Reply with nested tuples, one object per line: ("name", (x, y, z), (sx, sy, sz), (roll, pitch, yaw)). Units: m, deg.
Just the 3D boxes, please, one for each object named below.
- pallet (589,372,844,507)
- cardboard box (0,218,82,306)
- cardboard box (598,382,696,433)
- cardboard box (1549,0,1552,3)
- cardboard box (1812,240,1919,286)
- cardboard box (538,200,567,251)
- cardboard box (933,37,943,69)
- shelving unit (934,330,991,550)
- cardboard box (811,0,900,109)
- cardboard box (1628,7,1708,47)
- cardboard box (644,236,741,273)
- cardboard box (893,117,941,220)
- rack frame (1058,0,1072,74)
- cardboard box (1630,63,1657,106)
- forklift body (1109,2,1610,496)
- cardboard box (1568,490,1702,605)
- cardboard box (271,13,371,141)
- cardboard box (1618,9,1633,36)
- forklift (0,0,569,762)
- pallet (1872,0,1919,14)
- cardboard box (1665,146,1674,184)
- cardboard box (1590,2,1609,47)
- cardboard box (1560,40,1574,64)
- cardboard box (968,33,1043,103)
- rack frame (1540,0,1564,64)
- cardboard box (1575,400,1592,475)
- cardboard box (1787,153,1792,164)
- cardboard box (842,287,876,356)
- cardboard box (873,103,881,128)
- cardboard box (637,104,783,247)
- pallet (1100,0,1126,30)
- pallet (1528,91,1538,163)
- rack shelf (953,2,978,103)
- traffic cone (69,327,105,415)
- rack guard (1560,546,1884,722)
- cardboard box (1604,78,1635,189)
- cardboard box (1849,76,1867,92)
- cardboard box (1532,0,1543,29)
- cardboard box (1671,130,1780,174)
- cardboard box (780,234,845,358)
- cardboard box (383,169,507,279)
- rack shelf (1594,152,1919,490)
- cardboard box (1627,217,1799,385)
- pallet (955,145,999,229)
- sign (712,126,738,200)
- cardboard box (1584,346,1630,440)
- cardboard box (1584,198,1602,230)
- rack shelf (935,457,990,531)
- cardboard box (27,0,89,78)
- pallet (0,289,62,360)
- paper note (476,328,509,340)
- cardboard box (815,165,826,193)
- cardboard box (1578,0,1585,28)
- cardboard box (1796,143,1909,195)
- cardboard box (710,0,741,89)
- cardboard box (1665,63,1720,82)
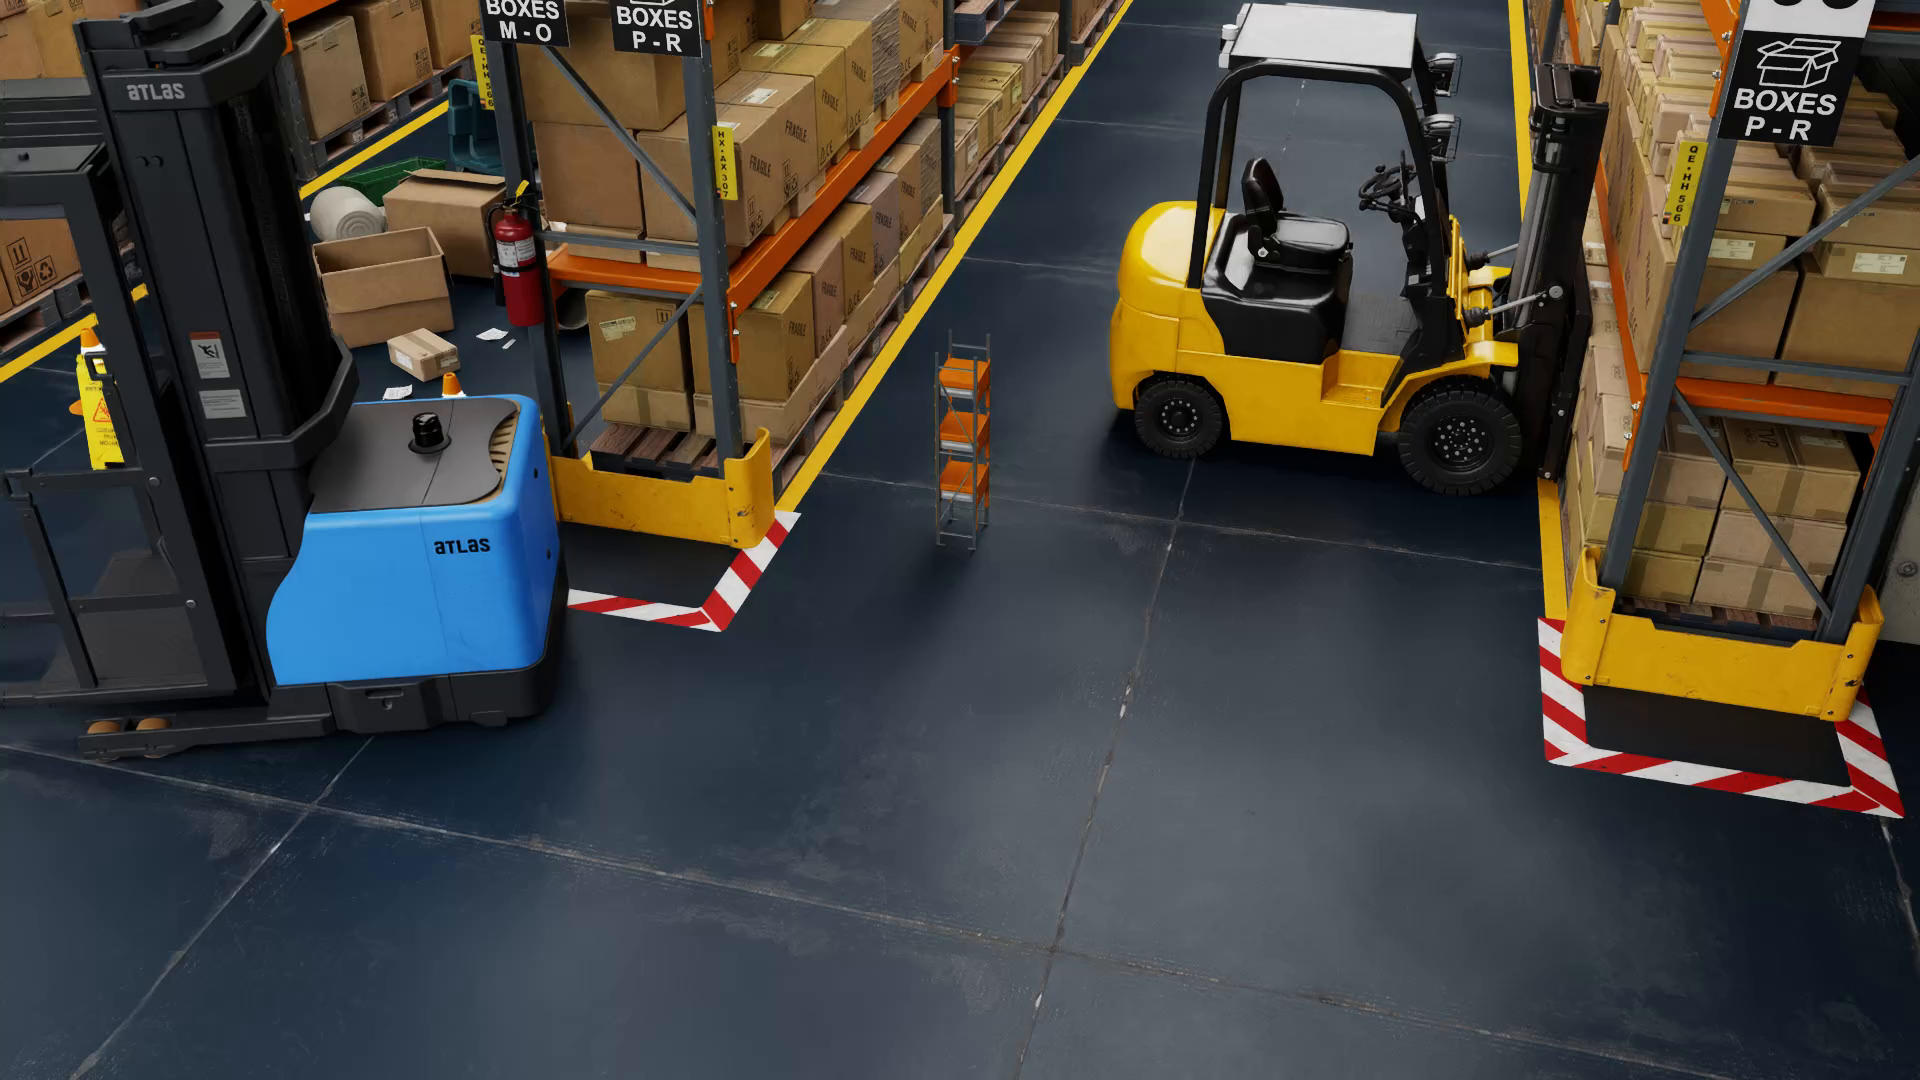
("pallet", (-1.289, -0.623, 9.034), (1.003, 0.211, 1.213), (8, 33, 12))
("cardboard box", (-6.033, -2.064, 10.289), (0.875, 0.875, 0.875), (8, 33, 12))
("cardboard box", (-1.598, -0.829, 8.930), (0.500, 0.250, 0.500), (8, 33, 12))
("cardboard box", (5.203, -4.654, 14.109), (0.380, 0.149, 0.250), (6, 33, 10))
("cardboard box", (3.590, -1.127, 6.529), (0.380, 0.149, 0.250), (7, 33, 11))
("cardboard box", (-2.816, -2.135, 11.361), (0.258, 0.266, 0.396), (-14, 35, -21))
("cardboard box", (-0.320, -3.105, 10.573), (0.380, 0.149, 0.250), (8, 33, 12))
("shelving unit", (0.014, -0.471, 8.012), (0.215, 1.050, 0.252), (8, 33, 12))
("cardboard box", (-0.657, -2.785, 9.464), (0.500, 0.500, 0.500), (9, 34, 14))
("cardboard box", (3.701, -2.661, 8.665), (0.380, 0.149, 0.250), (9, 33, 13))
("cardboard box", (-1.262, -1.386, 7.868), (0.380, 0.149, 0.250), (8, 33, 13))
("cardboard box", (-0.424, -2.409, 10.717), (0.500, 0.500, 0.500), (8, 33, 12))
("rack frame", (0.481, -5.495, 14.098), (1.000, 3.000, 0.127), (8, 33, 12))
("cardboard box", (3.580, -2.272, 8.330), (0.380, 0.149, 0.250), (7, 33, 11))
("forklift body", (1.970, -1.544, 8.674), (2.313, 2.155, 1.214), (8, 33, 12))
("cardboard box", (3.067, 0.026, 7.584), (0.500, 0.250, 0.500), (8, 33, 13))
("cardboard box", (-5.277, -3.603, 12.828), (1.050, 0.750, 0.750), (8, 33, 12))
("cardboard box", (3.933, -2.932, 9.369), (0.380, 0.149, 0.250), (8, 33, 12))
("forklift", (-3.278, -0.629, 6.507), (3.031, 2.935, 1.130), (-4, 33, -6))
("pallet", (3.458, -2.262, 6.299), (1.003, 0.211, 1.213), (8, 33, 12))
("cardboard box", (3.305, -1.594, 7.264), (0.380, 0.149, 0.250), (8, 33, 12))
("cardboard box", (4.146, -3.183, 10.135), (0.500, 0.250, 0.500), (7, 33, 11))
("cardboard box", (4.954, -3.335, 12.521), (0.875, 0.625, 0.625), (9, 34, 14))
("cardboard box", (0.149, -3.888, 13.628), (0.950, 0.372, 0.625), (7, 33, 11))
("rack frame", (5.284, -4.821, 13.038), (1.000, 3.000, 0.127), (8, 33, 12))
("cardboard box", (3.212, -0.452, 7.870), (0.500, 0.250, 0.500), (8, 33, 12))
("cardboard box", (3.985, -1.784, 7.563), (0.380, 0.149, 0.250), (9, 34, 14))
("cardboard box", (-0.814, -1.290, 9.655), (0.500, 0.250, 0.500), (10, 34, 16))
("cardboard box", (-0.669, -2.449, 9.540), (0.380, 0.149, 0.250), (7, 33, 12))
("cardboard box", (-1.160, -1.720, 7.789), (0.500, 0.500, 0.500), (8, 33, 12))
("pallet", (1.066, -5.349, 16.467), (1.003, 0.211, 1.213), (8, 33, 12))
("pallet", (5.037, -3.223, 13.123), (1.003, 0.211, 1.213), (8, 33, 12))
("rack shelf", (-0.026, -4.154, 12.659), (1.077, 0.370, 4.000), (8, 33, 12))
("traffic cone", (-4.854, -0.977, 9.356), (0.336, 0.463, 0.334), (8, 33, 12))
("rack guard", (3.247, 0.397, 7.159), (1.175, 0.500, 0.348), (8, 33, 12))
("cardboard box", (3.660, -2.058, 8.598), (0.500, 0.500, 0.500), (8, 33, 12))
("cardboard box", (3.965, -2.055, 7.712), (0.380, 0.149, 0.250), (8, 33, 13))
("cardboard box", (5.564, -4.995, 15.249), (0.500, 0.500, 0.500), (7, 33, 11))
("cardboard box", (3.213, -1.598, 6.992), (0.380, 0.149, 0.250), (9, 33, 13))
("cardboard box", (-0.943, -1.343, 9.038), (0.500, 0.500, 0.500), (7, 33, 11))
("cardboard box", (-3.323, -2.090, 10.943), (0.797, 0.637, 0.503), (8, 33, 12))
("rack shelf", (3.761, -1.404, 8.334), (1.077, 0.370, 4.000), (8, 33, 12))
("cardboard box", (3.124, -1.003, 6.939), (0.500, 0.500, 0.500), (7, 33, 11))
("pallet", (-0.338, -2.647, 12.217), (1.003, 0.211, 1.213), (8, 33, 12))
("sign", (-1.024, -1.635, 7.220), (0.100, 0.325, 0.005), (8, 33, 12))
("cardboard box", (3.192, -0.656, 7.726), (0.500, 0.250, 0.500), (9, 33, 13))
("cardboard box", (3.703, -1.712, 9.387), (0.500, 0.250, 0.500), (8, 33, 12))
("rack shelf", (0.014, -0.227, 8.167), (0.215, 0.259, 0.240), (8, 33, 12))
("cardboard box", (-5.836, -3.070, 10.143), (0.875, 0.550, 0.500), (8, 33, 12))
("pallet", (-6.235, -1.214, 9.963), (1.003, 0.211, 1.213), (8, 33, 12))
("paper note", (-2.874, -1.268, 10.227), (0.148, 0.019, 0.142), (20, 38, 29))
("cardboard box", (-0.924, -1.910, 8.692), (0.380, 0.149, 0.250), (9, 34, 14))
("cardboard box", (4.421, -3.495, 11.091), (0.500, 0.250, 0.500), (8, 33, 13))
("cardboard box", (3.698, -1.527, 6.881), (0.380, 0.149, 0.250), (9, 33, 13))
("cardboard box", (-1.495, -2.490, 8.068), (0.700, 0.500, 0.500), (8, 33, 13))
("cardboard box", (3.524, -2.123, 7.818), (0.380, 0.149, 0.250), (8, 33, 13))
